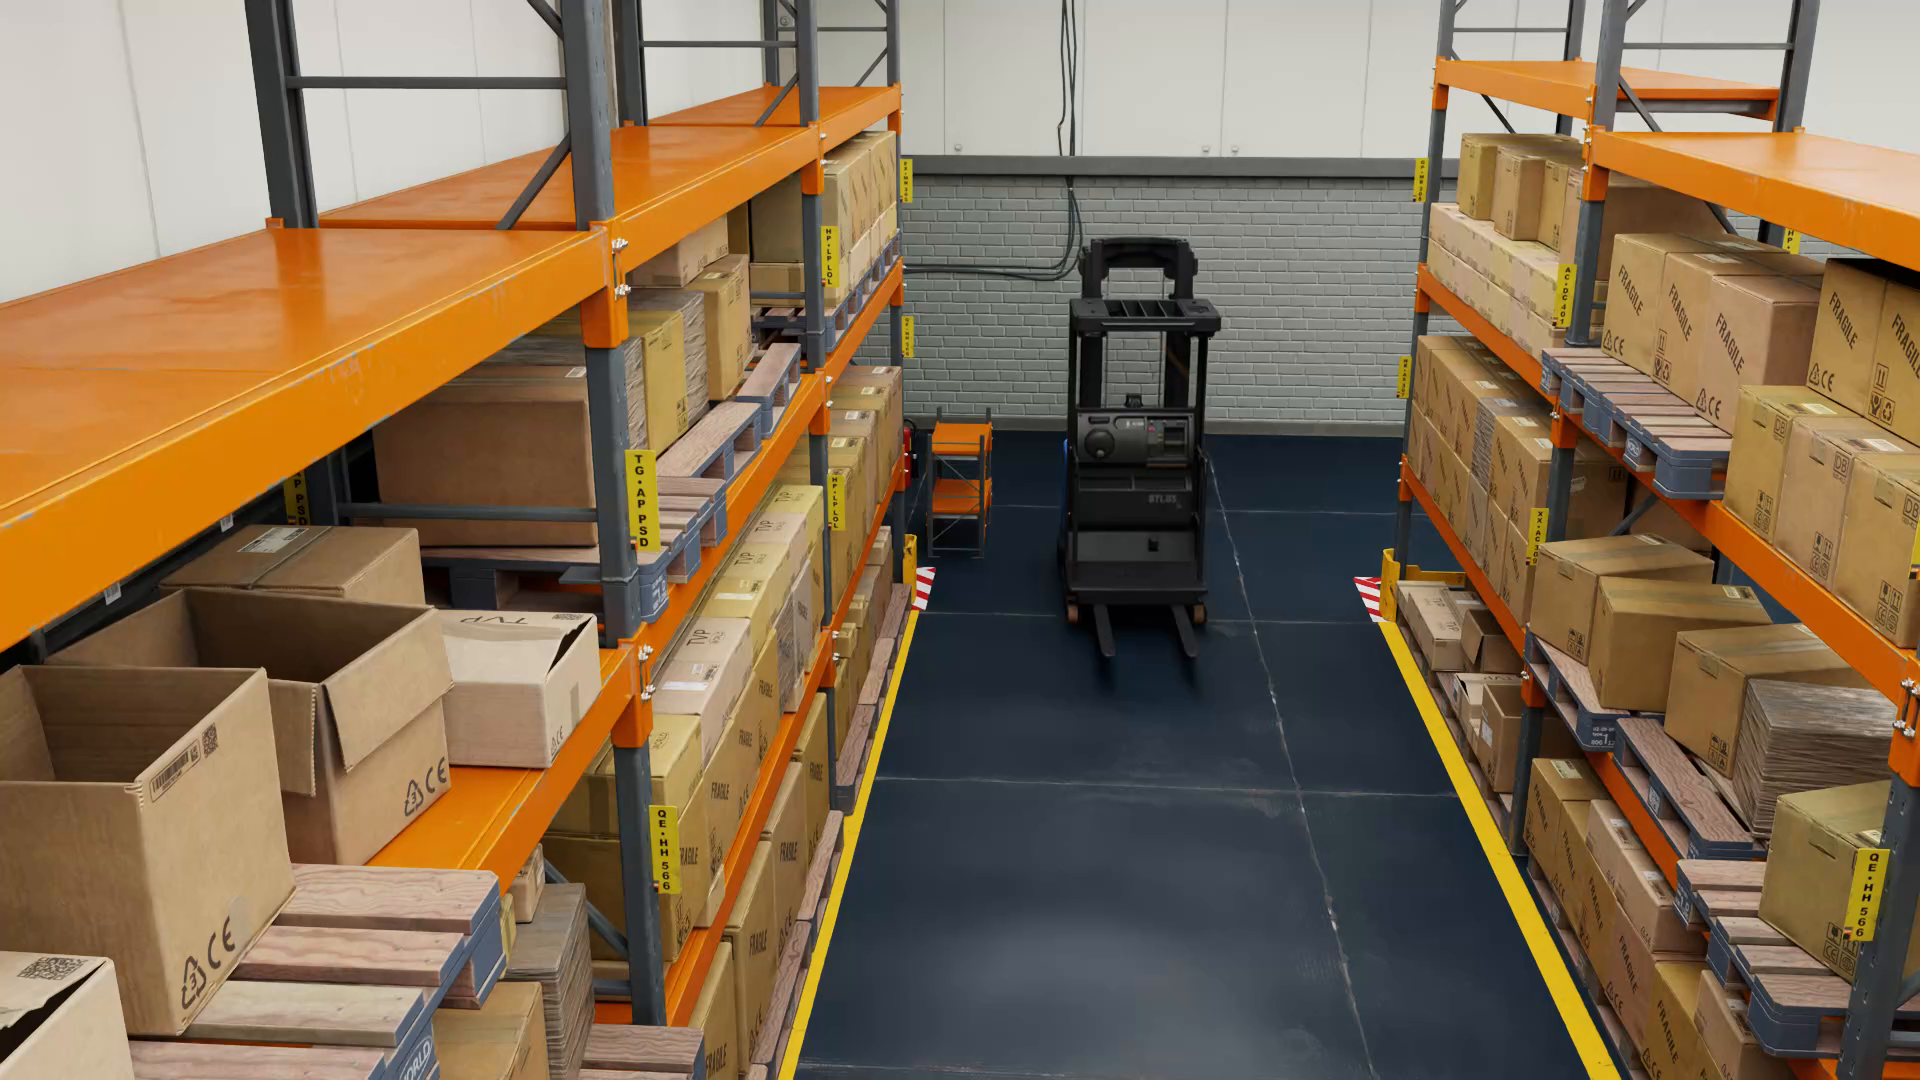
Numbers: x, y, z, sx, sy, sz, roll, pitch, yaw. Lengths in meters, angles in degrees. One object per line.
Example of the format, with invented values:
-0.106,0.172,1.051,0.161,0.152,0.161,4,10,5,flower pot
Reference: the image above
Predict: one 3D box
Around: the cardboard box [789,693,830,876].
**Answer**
-1.157,1.322,9.176,0.750,0.750,0.750,1,18,5,cardboard box

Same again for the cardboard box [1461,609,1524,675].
3.830,0.798,11.299,0.797,0.503,0.637,1,18,4,cardboard box

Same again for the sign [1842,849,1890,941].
2.872,1.125,5.267,0.100,0.325,0.005,1,18,4,sign

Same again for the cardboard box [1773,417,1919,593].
3.448,-0.121,5.823,0.910,0.500,0.500,1,18,4,cardboard box

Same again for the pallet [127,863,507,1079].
-1.592,0.932,3.072,1.213,0.211,1.003,1,18,4,pallet

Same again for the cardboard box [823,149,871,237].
-0.849,-2.191,10.503,0.500,0.500,0.500,1,18,4,cardboard box

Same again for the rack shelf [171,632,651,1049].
-1.670,1.075,3.490,1.077,0.370,4.000,1,18,4,rack shelf

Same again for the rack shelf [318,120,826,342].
-1.384,-1.403,6.876,1.077,0.370,4.000,1,18,4,rack shelf

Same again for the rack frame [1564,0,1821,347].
3.701,-2.446,8.264,1.000,3.000,0.127,1,18,4,rack frame

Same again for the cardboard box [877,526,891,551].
-0.731,-0.003,12.742,0.380,0.149,0.250,1,18,3,cardboard box

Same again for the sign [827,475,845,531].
-0.698,-0.208,9.336,0.100,0.325,0.005,1,18,4,sign

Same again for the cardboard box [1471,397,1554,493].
3.549,-0.597,10.487,0.500,0.500,0.500,1,18,4,cardboard box

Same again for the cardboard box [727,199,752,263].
-1.423,-1.885,9.568,0.500,0.500,0.500,1,18,3,cardboard box

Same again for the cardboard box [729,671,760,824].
-1.154,0.877,7.084,0.500,0.500,0.500,1,18,4,cardboard box

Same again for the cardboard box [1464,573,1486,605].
4.194,0.315,12.778,0.500,0.500,0.500,1,18,4,cardboard box

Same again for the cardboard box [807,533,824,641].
-1.022,0.246,9.012,0.500,0.500,0.500,1,18,3,cardboard box

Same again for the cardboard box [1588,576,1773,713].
3.458,0.515,8.027,0.700,0.500,0.500,4,19,13,cardboard box

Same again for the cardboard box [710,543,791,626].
-1.102,0.208,7.922,0.500,0.250,0.500,2,18,5,cardboard box

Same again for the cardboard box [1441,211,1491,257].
3.648,-2.121,11.525,0.500,0.250,0.500,1,18,4,cardboard box

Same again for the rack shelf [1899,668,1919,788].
3.271,1.185,3.156,1.077,0.370,4.000,1,18,4,rack shelf

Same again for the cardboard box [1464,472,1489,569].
3.551,-0.124,10.649,0.500,0.500,0.500,2,18,5,cardboard box

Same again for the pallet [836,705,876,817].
-1.108,1.386,10.681,1.003,0.211,1.213,1,18,4,pallet

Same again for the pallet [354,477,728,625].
-1.534,0.001,5.917,1.213,0.211,1.003,2,18,6,pallet

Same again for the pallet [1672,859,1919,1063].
3.393,1.526,6.084,1.213,0.211,1.003,1,18,4,pallet

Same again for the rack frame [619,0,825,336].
-1.240,-2.556,8.598,1.000,3.000,0.127,1,18,4,rack frame

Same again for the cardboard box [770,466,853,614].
-1.185,-0.015,9.998,0.980,0.700,0.700,2,18,5,cardboard box

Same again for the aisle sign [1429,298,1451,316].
3.700,-2.101,12.669,0.394,0.787,0.004,1,18,4,aisle sign

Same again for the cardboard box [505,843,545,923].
-1.522,1.081,5.226,0.380,0.149,0.250,-1,18,-3,cardboard box

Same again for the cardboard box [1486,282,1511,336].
3.544,-1.417,10.181,0.500,0.250,0.500,1,18,4,cardboard box

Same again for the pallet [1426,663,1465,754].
3.836,1.137,11.442,1.003,0.211,1.213,1,18,4,pallet

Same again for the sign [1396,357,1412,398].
3.446,-1.261,12.891,0.100,0.325,0.005,1,18,4,sign

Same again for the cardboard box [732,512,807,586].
-1.065,0.050,8.406,0.500,0.250,0.500,2,18,5,cardboard box

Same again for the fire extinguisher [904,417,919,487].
-0.482,-0.770,13.505,0.296,0.674,0.183,1,18,4,fire extinguisher

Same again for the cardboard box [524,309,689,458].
-1.511,-0.634,6.682,0.700,0.500,0.500,2,18,7,cardboard box

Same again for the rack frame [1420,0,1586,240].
3.988,-3.689,12.055,1.000,3.000,0.127,1,18,4,rack frame

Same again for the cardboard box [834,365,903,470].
-0.980,-0.931,12.792,0.980,0.700,0.700,2,18,6,cardboard box

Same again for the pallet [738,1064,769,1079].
-1.395,2.619,6.917,1.003,0.211,1.213,1,18,4,pallet

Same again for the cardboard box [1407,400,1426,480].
3.693,-0.753,12.571,0.500,0.500,0.500,2,18,5,cardboard box

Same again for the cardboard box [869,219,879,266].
-0.810,-1.992,11.099,0.500,0.250,0.500,1,18,2,cardboard box

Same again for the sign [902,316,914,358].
-0.413,-1.593,13.056,0.100,0.325,0.005,1,18,4,sign

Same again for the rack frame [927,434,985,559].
-0.036,-0.379,14.599,0.500,1.125,0.032,1,18,4,rack frame

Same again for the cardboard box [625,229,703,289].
-1.459,-1.301,7.515,0.500,0.250,0.500,1,18,2,cardboard box

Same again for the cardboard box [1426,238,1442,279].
3.697,-2.038,12.076,0.500,0.250,0.500,1,18,4,cardboard box

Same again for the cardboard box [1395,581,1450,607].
3.615,0.430,12.991,0.380,0.149,0.250,1,18,4,cardboard box

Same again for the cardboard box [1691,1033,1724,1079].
3.247,2.330,6.630,0.500,0.500,0.500,2,18,6,cardboard box

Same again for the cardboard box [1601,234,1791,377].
3.591,-1.161,8.162,0.600,0.600,0.600,0,18,-1,cardboard box

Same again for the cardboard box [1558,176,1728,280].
3.698,-1.695,9.023,0.700,0.500,0.500,1,18,4,cardboard box

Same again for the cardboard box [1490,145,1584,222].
3.918,-2.315,10.913,0.700,0.500,0.500,1,18,4,cardboard box

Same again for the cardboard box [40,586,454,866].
-1.712,0.454,4.032,0.797,0.503,0.637,4,19,12,cardboard box

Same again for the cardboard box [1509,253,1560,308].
3.504,-1.499,9.629,0.500,0.250,0.500,1,18,4,cardboard box

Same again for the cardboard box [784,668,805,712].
-1.001,0.758,8.490,0.380,0.149,0.250,1,18,4,cardboard box

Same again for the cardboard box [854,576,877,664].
-0.975,0.572,12.026,0.700,0.500,0.500,1,18,2,cardboard box

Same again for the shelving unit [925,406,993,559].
0.000,-0.537,15.081,0.538,1.125,1.048,1,18,4,shelving unit

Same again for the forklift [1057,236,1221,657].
1.396,-0.815,13.032,1.130,2.935,3.031,0,18,1,forklift

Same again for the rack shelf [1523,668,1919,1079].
3.557,1.368,7.414,1.077,0.370,4.000,1,18,4,rack shelf

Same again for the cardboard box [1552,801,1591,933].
3.396,1.694,8.570,0.500,0.500,0.500,2,18,5,cardboard box

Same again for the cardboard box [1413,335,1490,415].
3.693,-1.228,12.415,0.500,0.500,0.500,2,18,6,cardboard box
